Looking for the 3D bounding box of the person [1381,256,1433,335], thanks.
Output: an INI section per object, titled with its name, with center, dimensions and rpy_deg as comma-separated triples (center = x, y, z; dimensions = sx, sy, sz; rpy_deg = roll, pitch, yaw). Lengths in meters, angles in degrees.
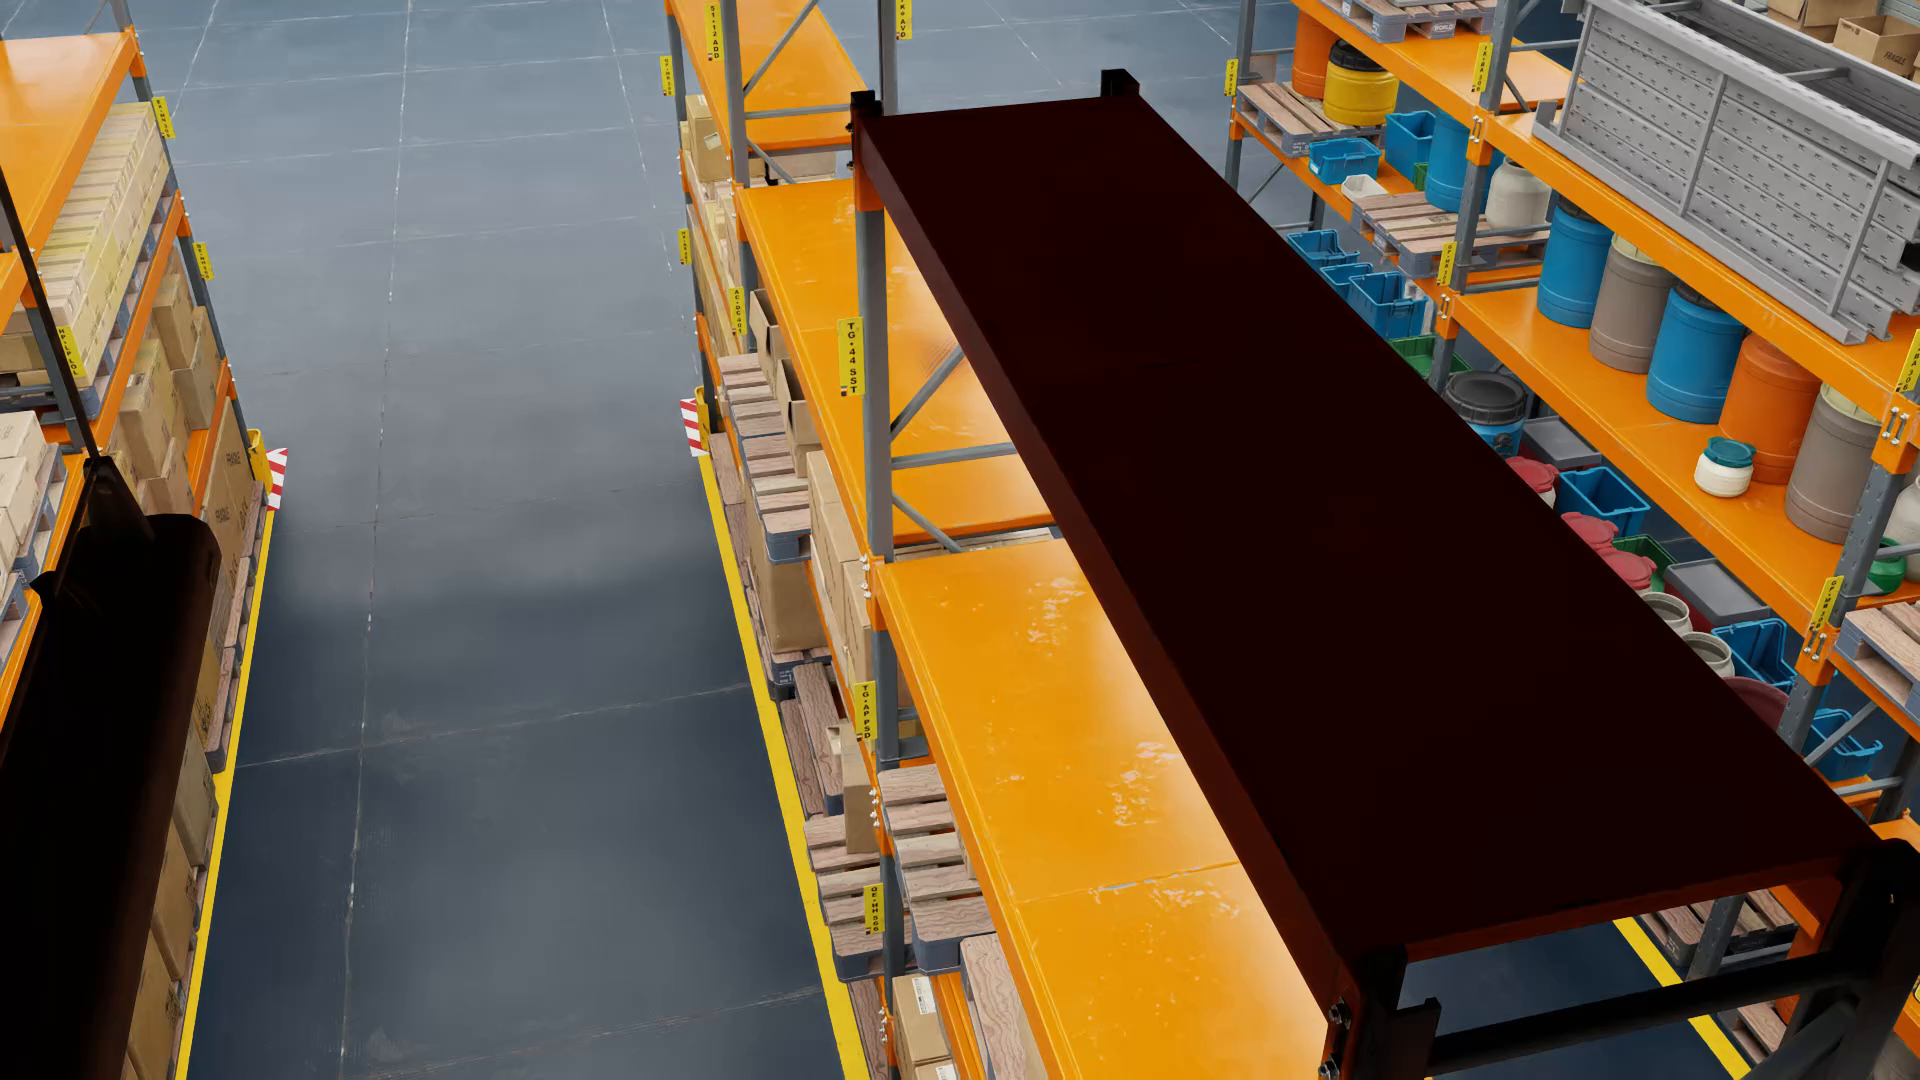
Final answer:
[person]
center = 4.587, -2.776, 16.610
dimensions = 0.612, 1.816, 0.654
rpy_deg = -13, 37, -18
